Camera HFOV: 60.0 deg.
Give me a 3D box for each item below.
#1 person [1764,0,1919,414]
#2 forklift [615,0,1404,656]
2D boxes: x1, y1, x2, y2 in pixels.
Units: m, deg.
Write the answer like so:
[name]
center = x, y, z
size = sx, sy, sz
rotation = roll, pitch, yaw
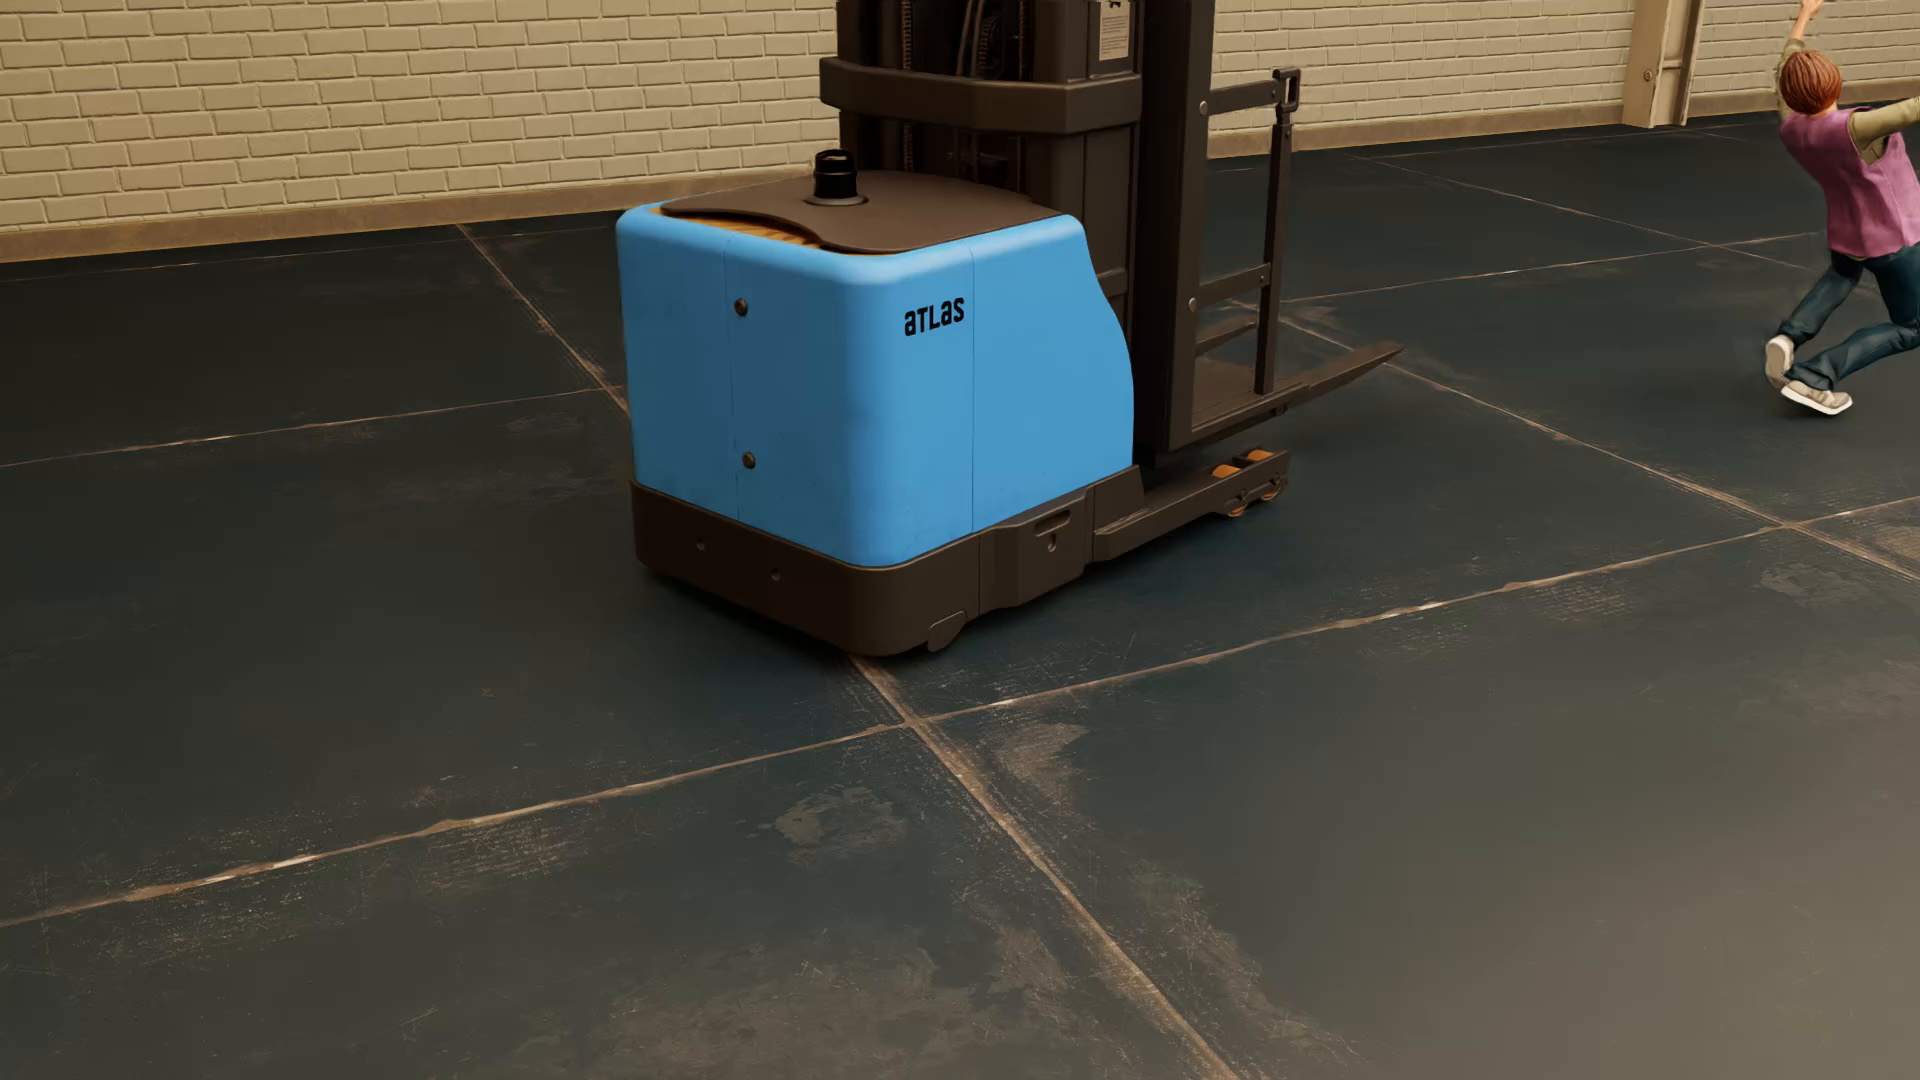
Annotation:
[person]
center = 3.223, -1.215, 6.113
size = 0.658, 1.470, 0.825
rotation = -6, 23, -13
[forklift]
center = 0.422, -1.541, 4.995
size = 1.130, 2.935, 3.031
rotation = 19, 29, 38
